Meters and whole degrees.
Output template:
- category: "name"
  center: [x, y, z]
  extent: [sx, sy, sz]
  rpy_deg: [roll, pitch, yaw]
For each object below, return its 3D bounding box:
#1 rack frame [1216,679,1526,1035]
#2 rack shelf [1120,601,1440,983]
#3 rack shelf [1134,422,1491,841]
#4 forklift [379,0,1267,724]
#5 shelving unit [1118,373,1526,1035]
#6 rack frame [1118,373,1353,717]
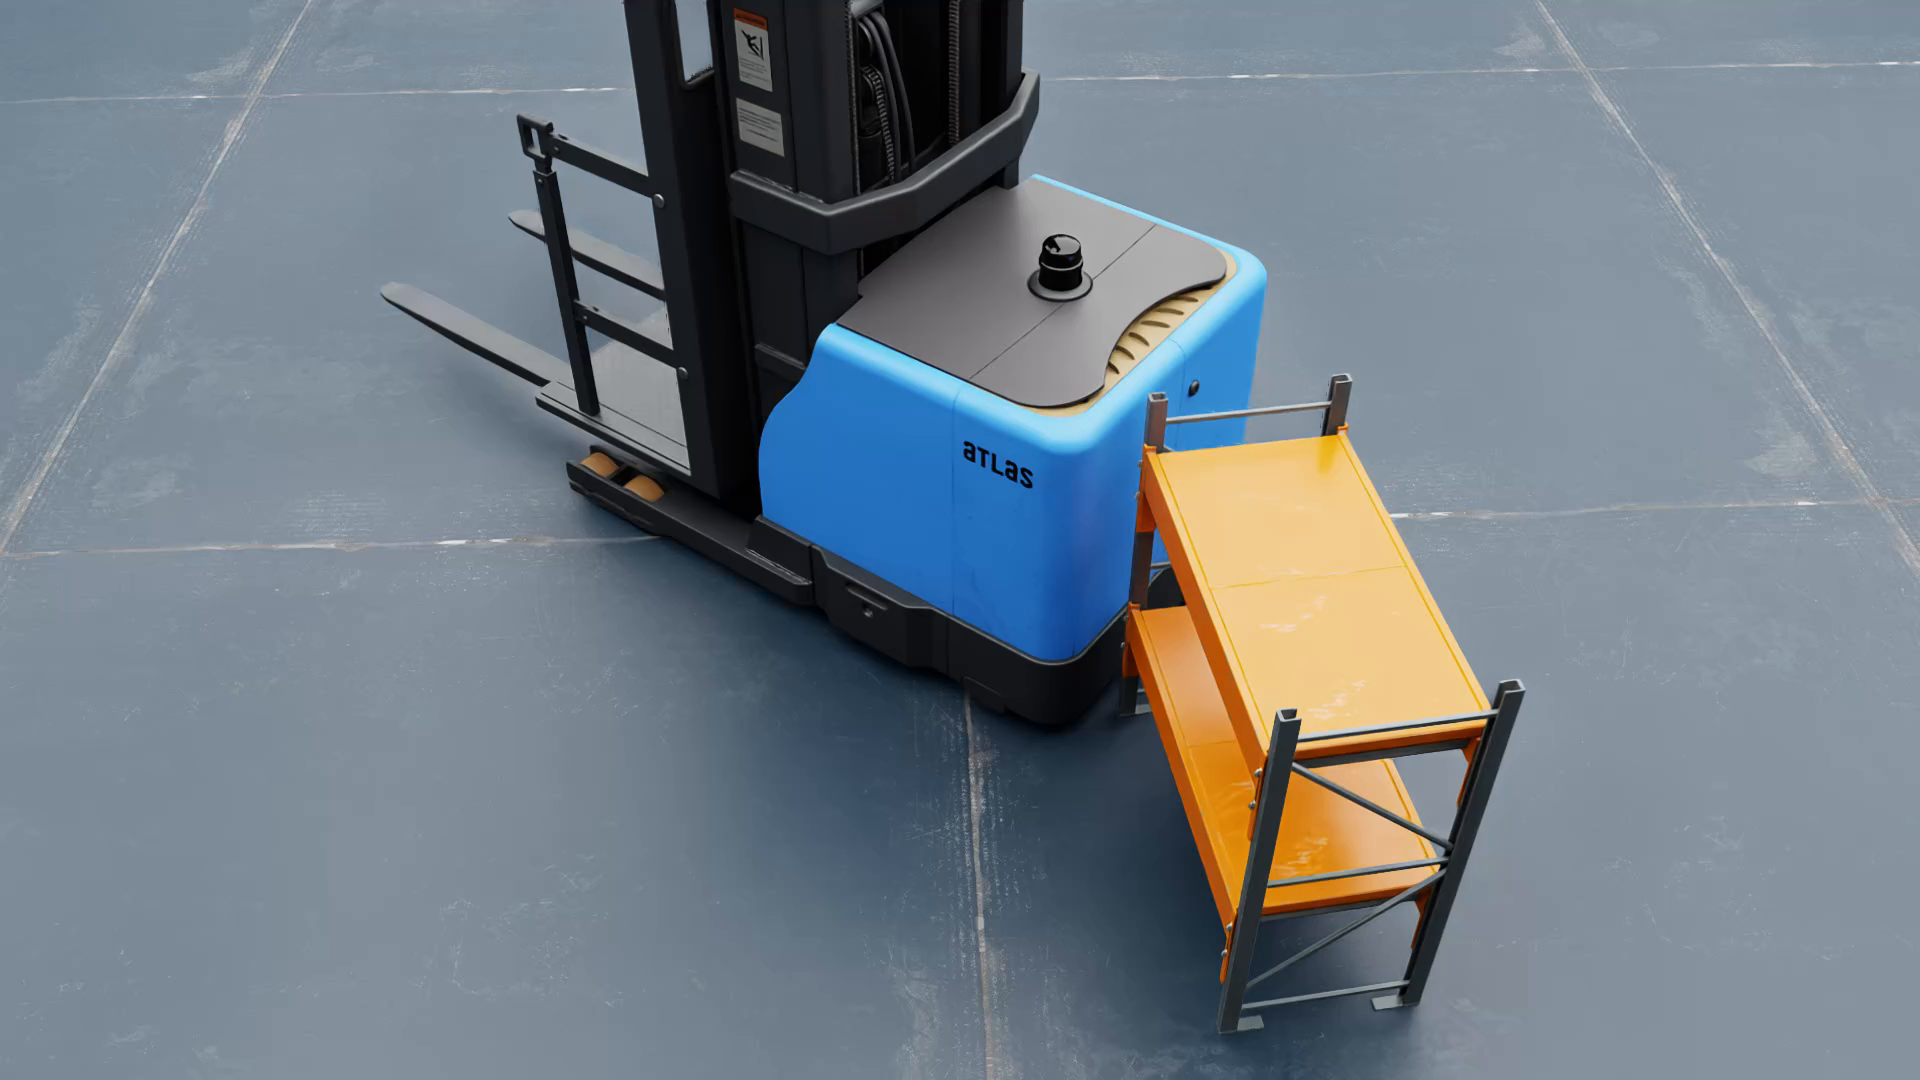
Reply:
- category: "rack frame"
  center: [0.862, 0.727, 3.625]
  extent: [0.500, 1.125, 0.032]
  rpy_deg: [-6, 43, -7]
- category: "rack shelf"
  center: [0.780, 0.568, 4.160]
  extent: [0.538, 0.278, 1.000]
  rpy_deg: [-6, 43, -7]
- category: "rack shelf"
  center: [0.780, 0.172, 3.797]
  extent: [0.538, 0.278, 1.000]
  rpy_deg: [-6, 43, -7]
- category: "forklift"
  center: [-0.640, -1.379, 4.585]
  extent: [3.031, 2.935, 1.130]
  rpy_deg: [26, 49, 26]
- category: "shelving unit"
  center: [0.780, 0.388, 3.995]
  extent: [0.538, 1.125, 1.048]
  rpy_deg: [-6, 43, -7]
- category: "rack frame"
  center: [0.697, 0.049, 4.364]
  extent: [0.500, 1.125, 0.032]
  rpy_deg: [-6, 43, -7]
